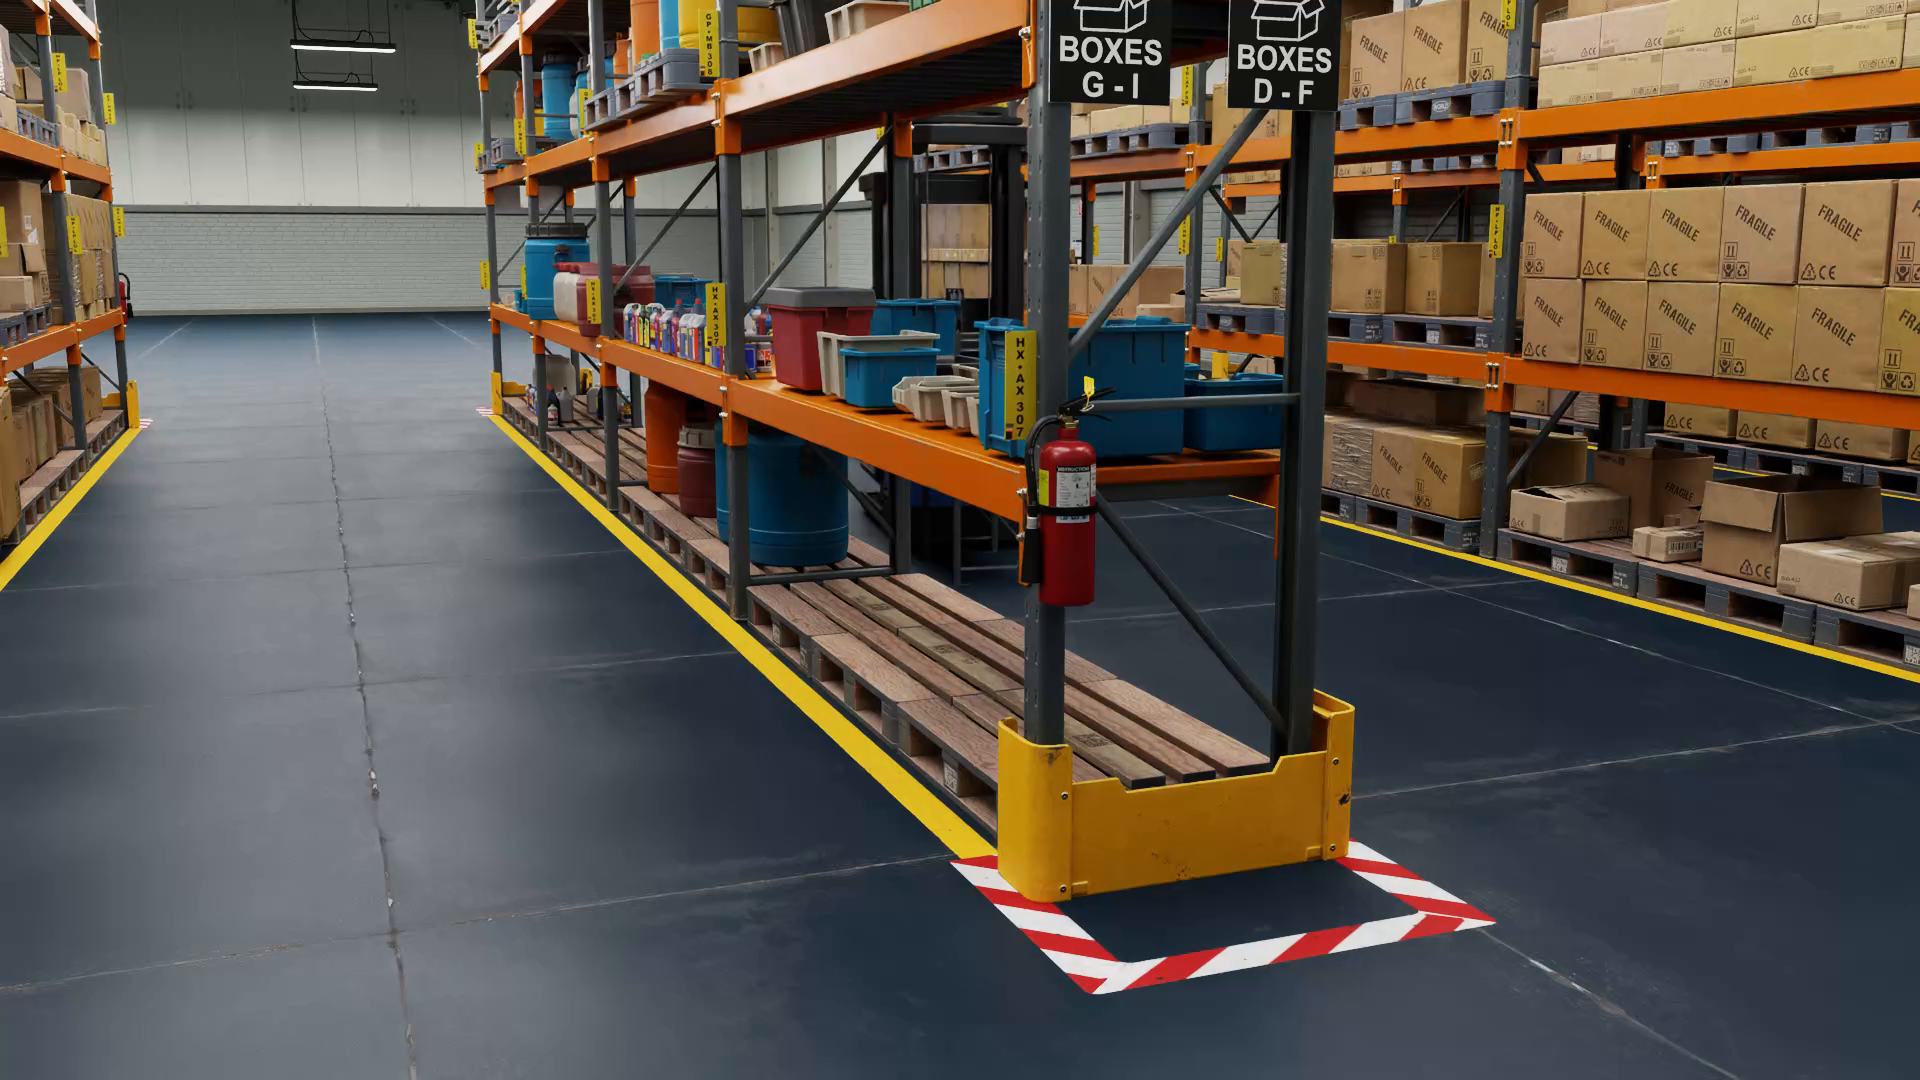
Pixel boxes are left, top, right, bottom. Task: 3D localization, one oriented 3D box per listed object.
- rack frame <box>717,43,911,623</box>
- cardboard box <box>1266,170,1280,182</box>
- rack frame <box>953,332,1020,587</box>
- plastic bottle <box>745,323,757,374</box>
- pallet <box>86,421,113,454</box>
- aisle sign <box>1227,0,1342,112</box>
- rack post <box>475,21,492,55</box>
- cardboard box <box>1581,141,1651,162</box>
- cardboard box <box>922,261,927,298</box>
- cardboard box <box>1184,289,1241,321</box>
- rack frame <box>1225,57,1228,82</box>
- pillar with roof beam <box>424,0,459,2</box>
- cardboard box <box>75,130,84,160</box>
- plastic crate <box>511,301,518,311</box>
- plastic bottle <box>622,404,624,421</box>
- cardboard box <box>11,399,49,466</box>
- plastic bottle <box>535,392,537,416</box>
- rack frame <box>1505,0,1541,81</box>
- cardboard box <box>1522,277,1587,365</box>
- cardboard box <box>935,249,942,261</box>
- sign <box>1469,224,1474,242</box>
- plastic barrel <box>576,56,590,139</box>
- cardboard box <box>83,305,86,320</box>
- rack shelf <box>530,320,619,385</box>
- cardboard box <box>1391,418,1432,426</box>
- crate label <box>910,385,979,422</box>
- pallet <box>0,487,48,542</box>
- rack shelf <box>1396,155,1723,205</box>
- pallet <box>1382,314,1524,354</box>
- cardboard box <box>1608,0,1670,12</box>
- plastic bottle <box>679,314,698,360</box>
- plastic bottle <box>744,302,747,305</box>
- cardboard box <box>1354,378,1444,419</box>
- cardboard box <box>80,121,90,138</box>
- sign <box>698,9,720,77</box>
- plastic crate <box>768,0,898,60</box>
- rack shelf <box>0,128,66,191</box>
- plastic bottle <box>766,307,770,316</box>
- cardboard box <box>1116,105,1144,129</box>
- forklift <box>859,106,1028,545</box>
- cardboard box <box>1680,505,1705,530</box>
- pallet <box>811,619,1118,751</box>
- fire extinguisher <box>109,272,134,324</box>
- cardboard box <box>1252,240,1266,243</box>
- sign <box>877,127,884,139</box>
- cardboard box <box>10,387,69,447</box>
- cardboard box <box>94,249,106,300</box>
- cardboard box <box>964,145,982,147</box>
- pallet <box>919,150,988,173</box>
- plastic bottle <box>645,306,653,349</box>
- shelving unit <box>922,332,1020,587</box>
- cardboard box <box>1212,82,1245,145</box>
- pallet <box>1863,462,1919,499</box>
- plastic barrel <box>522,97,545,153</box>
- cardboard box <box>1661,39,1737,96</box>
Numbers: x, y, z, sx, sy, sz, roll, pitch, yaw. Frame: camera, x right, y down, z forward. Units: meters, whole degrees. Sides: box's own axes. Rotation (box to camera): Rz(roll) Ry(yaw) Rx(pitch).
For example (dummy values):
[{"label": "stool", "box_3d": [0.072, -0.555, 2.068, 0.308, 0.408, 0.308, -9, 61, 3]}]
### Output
[{"label": "rack frame", "box_3d": [-0.760, -1.075, 8.898, 1.000, 3.000, 0.127, -4, 11, -21]}, {"label": "cardboard box", "box_3d": [4.366, -4.953, 21.795, 0.500, 0.500, 0.500, -3, 11, -18]}, {"label": "rack frame", "box_3d": [0.205, -0.471, 9.787, 0.500, 1.500, 0.032, -2, 10, -11]}, {"label": "plastic bottle", "box_3d": [-1.205, -1.058, 9.155, 0.152, 0.276, 0.135, -4, 11, -21]}, {"label": "pallet", "box_3d": [-8.998, -1.000, 16.441, 1.003, 0.211, 1.213, -4, 11, -21]}, {"label": "aisle sign", "box_3d": [0.992, -1.709, 5.040, 0.394, 0.787, 0.004, -4, 11, -21]}, {"label": "rack post", "box_3d": [-4.954, -5.610, 18.689, 0.937, 0.300, 0.954, -3, 10, -15]}, {"label": "cardboard box", "box_3d": [6.511, -3.900, 16.411, 0.500, 0.311, 0.500, -4, 11, -21]}, {"label": "cardboard box", "box_3d": [-0.139, -3.234, 20.752, 0.700, 0.500, 0.500, -4, 11, -19]}, {"label": "cardboard box", "box_3d": [2.317, -2.060, 14.690, 0.500, 0.311, 0.500, -3, 11, -17]}, {"label": "rack frame", "box_3d": [4.125, -6.616, 22.919, 1.000, 3.000, 0.127, -4, 11, -21]}, {"label": "pillar with roof beam", "box_3d": [-17.152, -14.956, 44.963, 6.894, 0.400, 0.400, -4, 11, -21]}, {"label": "cardboard box", "box_3d": [-8.567, -3.727, 15.670, 0.500, 0.250, 0.500, -4, 11, -23]}, {"label": "plastic crate", "box_3d": [-4.484, -2.500, 17.662, 0.530, 0.136, 0.437, -4, 11, -21]}, {"label": "plastic bottle", "box_3d": [-3.403, -1.316, 16.988, 0.097, 0.201, 0.097, 0, 10, 0]}, {"label": "cardboard box", "box_3d": [-7.918, -0.872, 13.637, 0.700, 0.500, 0.500, -4, 11, -21]}, {"label": "plastic bottle", "box_3d": [-4.403, -1.454, 17.550, 0.152, 0.276, 0.135, -4, 11, -20]}, {"label": "rack frame", "box_3d": [3.858, -4.342, 10.137, 1.000, 3.000, 0.127, -4, 11, -21]}, {"label": "cardboard box", "box_3d": [3.788, -1.337, 10.088, 0.500, 0.500, 0.500, -4, 11, -19]}, {"label": "cardboard box", "box_3d": [-0.081, -3.428, 19.990, 0.380, 0.149, 0.250, -4, 11, -22]}, {"label": "sign", "box_3d": [6.090, -3.615, 19.874, 0.100, 0.325, 0.005, -4, 11, -21]}, {"label": "plastic barrel", "box_3d": [-3.273, -4.035, 15.544, 0.600, 0.901, 0.708, -4, 11, -21]}, {"label": "cardboard box", "box_3d": [-8.368, -2.118, 15.478, 0.380, 0.149, 0.250, -4, 11, -21]}, {"label": "rack shelf", "box_3d": [-2.935, -1.700, 14.467, 1.077, 0.370, 4.000, -4, 11, -21]}, {"label": "cardboard box", "box_3d": [3.532, -0.637, 12.320, 0.500, 0.500, 0.500, -4, 11, -20]}, {"label": "crate label", "box_3d": [0.010, -0.536, 6.447, 0.396, 0.136, 0.243, -4, 11, -21]}, {"label": "pallet", "box_3d": [-7.108, -0.168, 11.764, 1.003, 0.211, 1.213, -4, 11, -21]}, {"label": "rack shelf", "box_3d": [6.299, -3.806, 17.739, 1.077, 0.370, 4.000, -4, 11, -21]}, {"label": "pallet", "box_3d": [3.670, -1.432, 11.451, 1.003, 0.211, 1.213, -4, 11, -21]}, {"label": "cardboard box", "box_3d": [4.118, -3.239, 9.361, 0.700, 0.500, 0.500, -4, 11, -21]}, {"label": "plastic bottle", "box_3d": [-1.652, -1.259, 10.290, 0.152, 0.276, 0.135, -4, 11, -21]}, {"label": "plastic bottle", "box_3d": [-1.582, -1.594, 12.148, 0.061, 0.283, 0.133, -4, 11, -21]}, {"label": "cardboard box", "box_3d": [3.365, -1.083, 12.685, 0.500, 0.250, 0.500, -4, 11, -22]}, {"label": "cardboard box", "box_3d": [-8.869, -4.080, 16.518, 0.380, 0.149, 0.250, -4, 11, -24]}, {"label": "sign", "box_3d": [-1.274, -2.522, 8.440, 0.100, 0.325, 0.005, -4, 11, -21]}, {"label": "plastic crate", "box_3d": [-0.566, -2.267, 7.409, 0.497, 0.269, 0.590, -4, 11, -21]}, {"label": "rack shelf", "box_3d": [-7.551, -2.863, 12.437, 1.077, 0.370, 4.000, -4, 11, -21]}, {"label": "plastic bottle", "box_3d": [-1.233, -1.449, 11.144, 0.144, 0.351, 0.185, -4, 11, -21]}, {"label": "cardboard box", "box_3d": [1.788, -3.900, 15.446, 0.500, 0.250, 0.500, -4, 11, -22]}, {"label": "forklift", "box_3d": [-0.133, -1.622, 12.168, 1.130, 2.935, 3.031, -2, 10, -11]}, {"label": "cardboard box", "box_3d": [4.600, -0.084, 9.749, 0.500, 0.311, 0.500, -4, 11, -21]}, {"label": "pallet", "box_3d": [-0.012, 0.615, 7.360, 1.003, 0.211, 1.213, -4, 11, -21]}, {"label": "fire extinguisher", "box_3d": [-9.337, -2.729, 18.419, 0.296, 0.674, 0.183, -4, 11, -21]}, {"label": "cardboard box", "box_3d": [4.187, -3.789, 22.388, 0.500, 0.500, 0.500, -4, 11, -21]}, {"label": "sign", "box_3d": [-1.010, -5.259, 21.135, 0.100, 0.325, 0.005, -4, 11, -21]}, {"label": "cardboard box", "box_3d": [-8.383, -1.110, 15.036, 0.500, 0.500, 0.500, -4, 11, -23]}, {"label": "cardboard box", "box_3d": [-9.118, -2.665, 16.703, 0.875, 0.500, 0.500, -4, 11, -21]}, {"label": "cardboard box", "box_3d": [0.267, -4.503, 18.723, 0.380, 0.149, 0.250, -4, 11, -21]}, {"label": "pallet", "box_3d": [0.187, -4.464, 19.639, 1.003, 0.211, 1.213, -4, 11, -21]}, {"label": "plastic bottle", "box_3d": [-2.097, -1.441, 11.291, 0.061, 0.283, 0.133, -4, 11, -21]}, {"label": "shelving unit", "box_3d": [0.103, -0.558, 10.277, 0.538, 1.500, 1.048, -2, 10, -11]}, {"label": "cardboard box", "box_3d": [2.598, -3.499, 13.673, 0.910, 0.500, 0.500, -4, 11, -21]}, {"label": "pallet", "box_3d": [8.123, -0.452, 13.358, 1.003, 0.211, 1.213, -4, 11, -21]}, {"label": "plastic barrel", "box_3d": [-4.577, -4.632, 18.593, 0.600, 0.588, 0.600, 0, 10, 0]}, {"label": "cardboard box", "box_3d": [4.161, -2.533, 8.958, 0.500, 0.250, 0.500, -4, 11, -21]}]
